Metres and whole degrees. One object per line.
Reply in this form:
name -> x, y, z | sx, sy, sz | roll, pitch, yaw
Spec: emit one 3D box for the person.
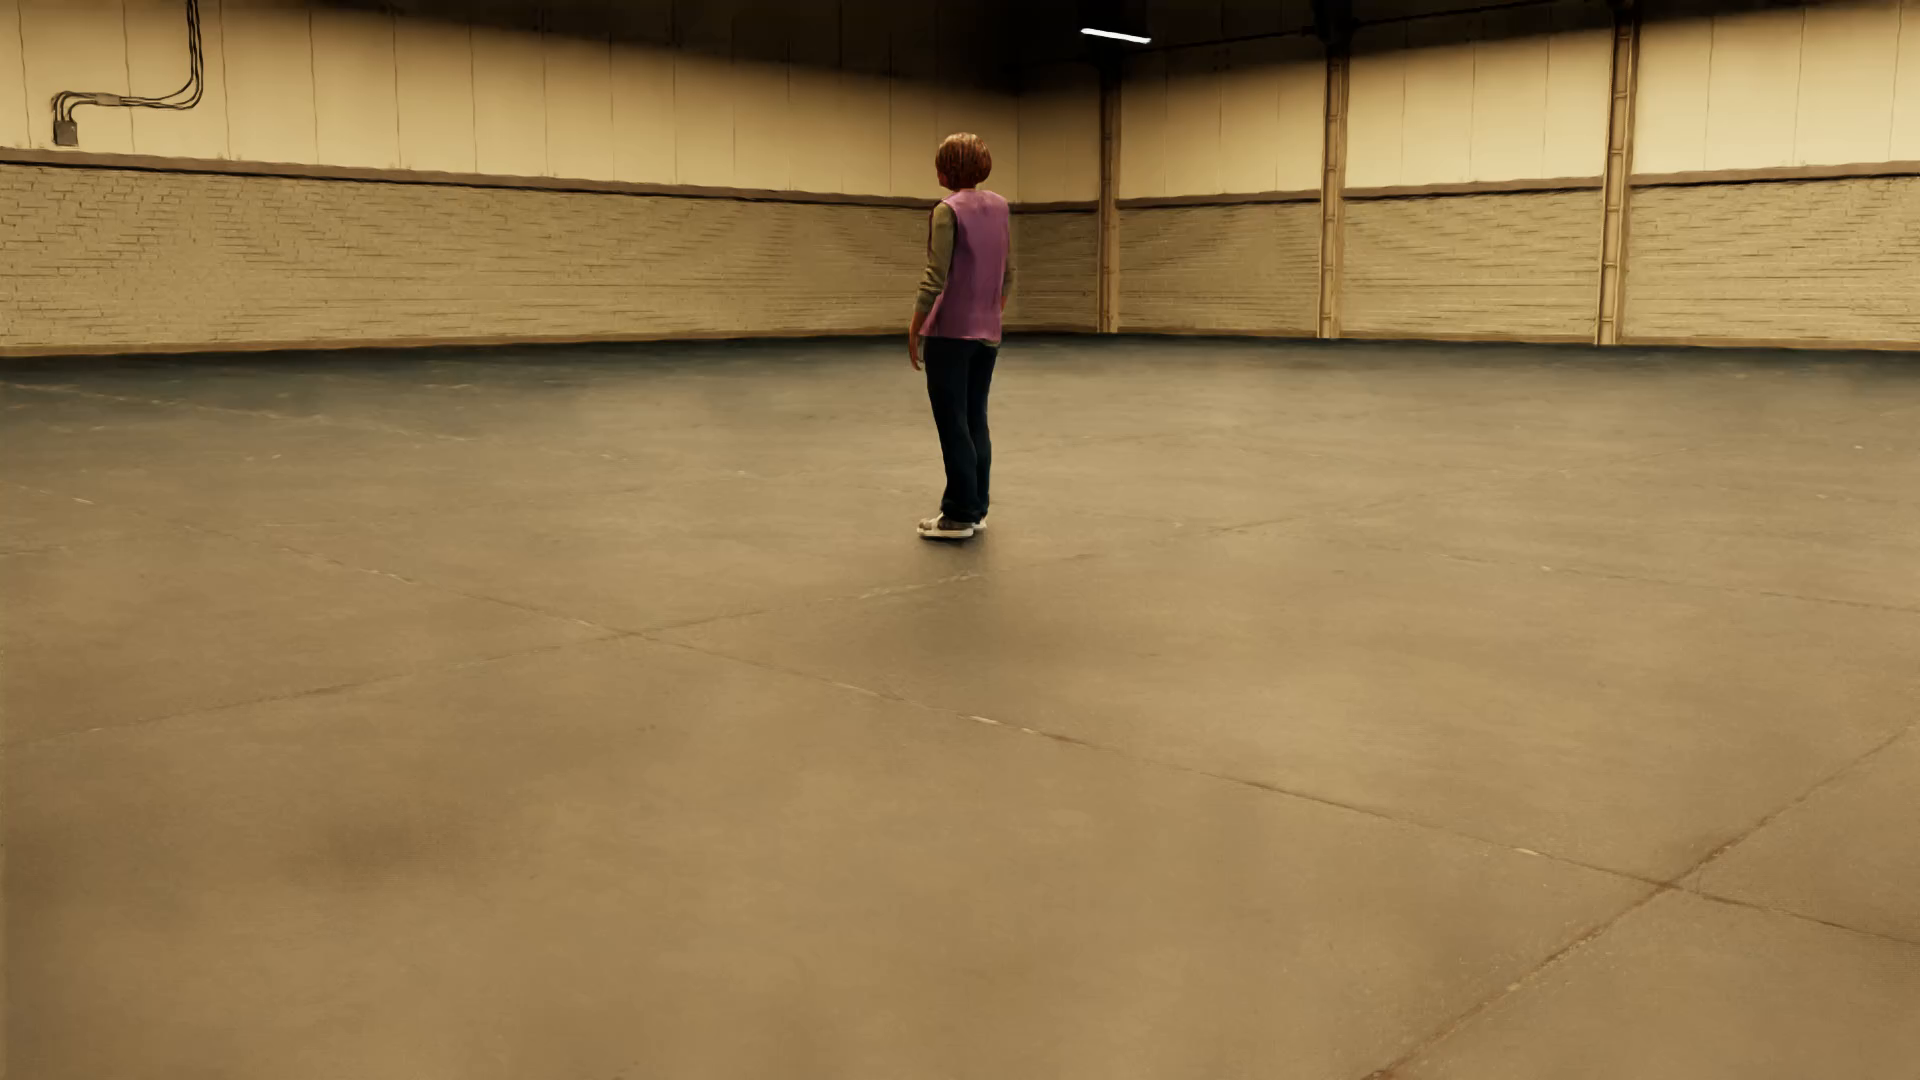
person -> -0.044, -0.806, 6.658 | 0.474, 1.597, 0.520 | 8, 12, 43
